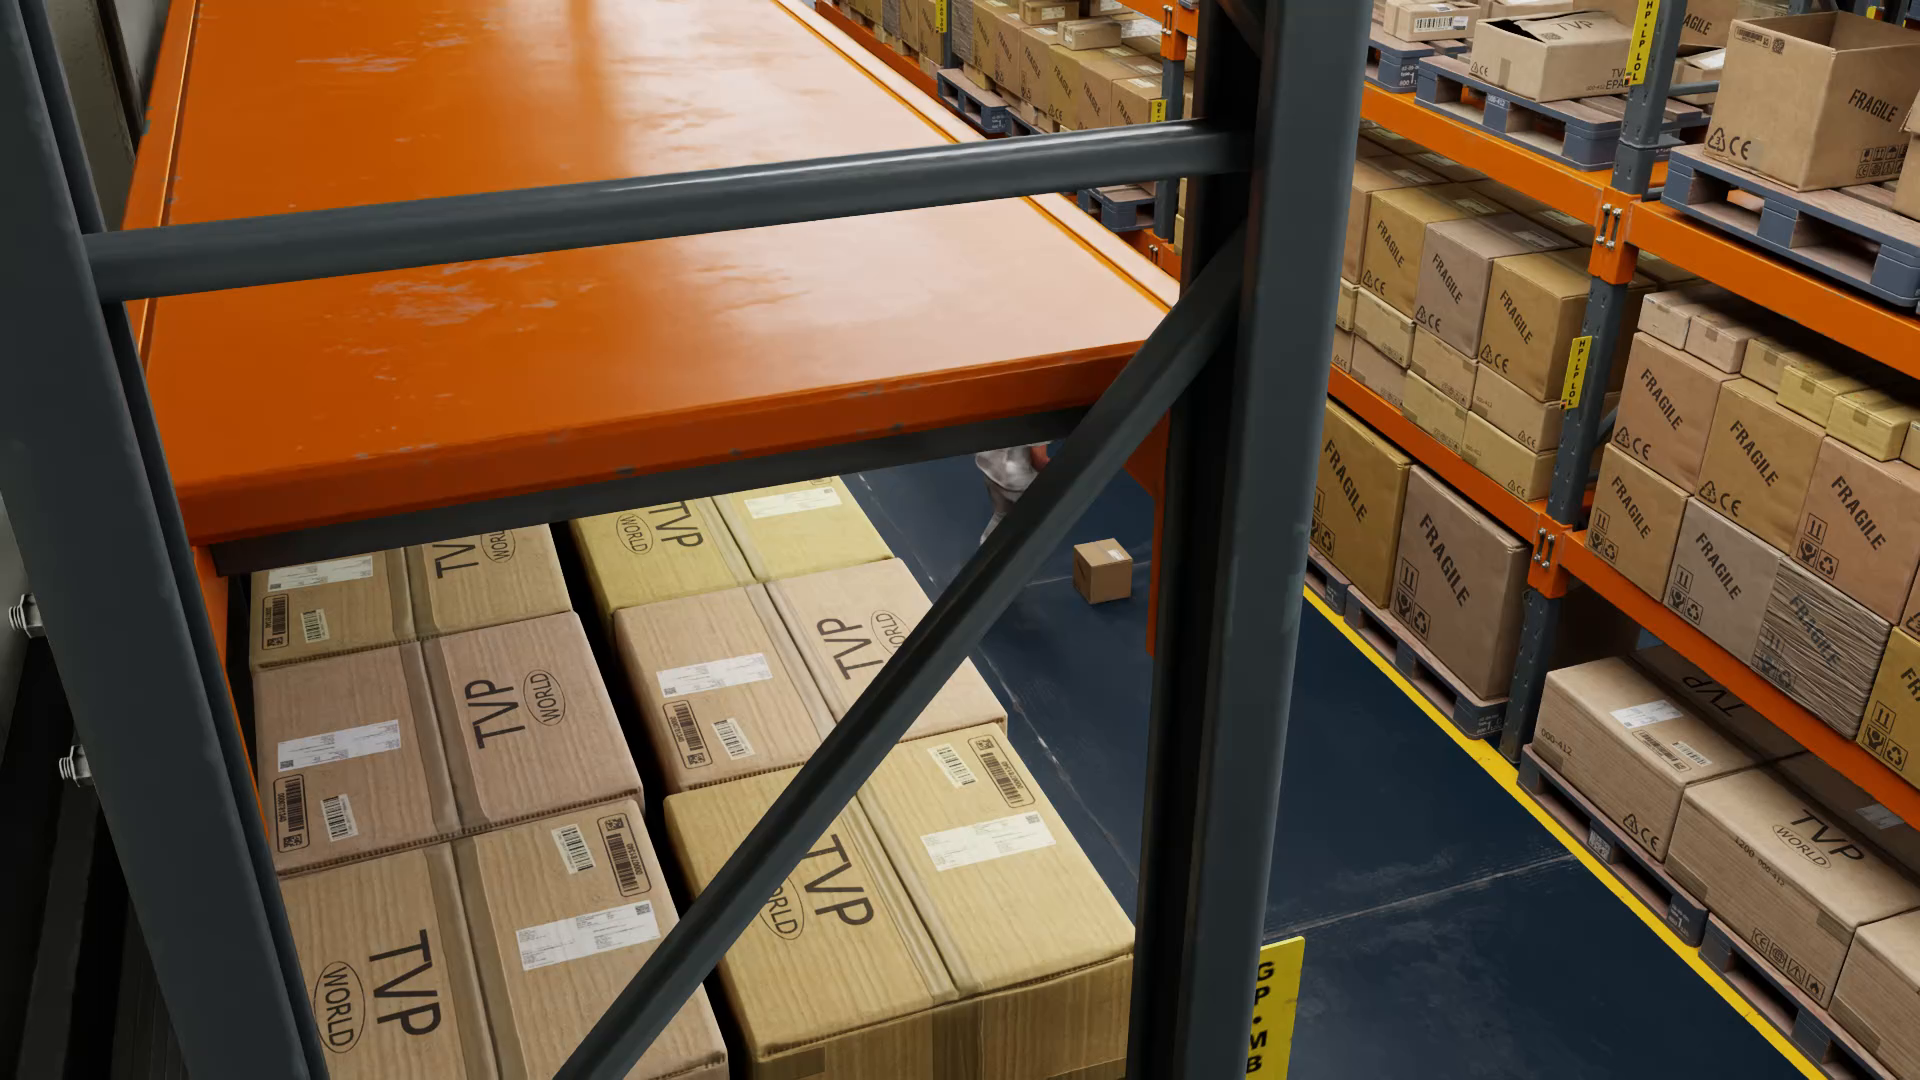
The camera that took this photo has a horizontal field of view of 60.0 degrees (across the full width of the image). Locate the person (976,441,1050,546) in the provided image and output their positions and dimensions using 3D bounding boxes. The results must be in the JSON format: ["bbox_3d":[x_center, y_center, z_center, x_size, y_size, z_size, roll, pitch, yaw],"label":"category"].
[{"bbox_3d":[0.312,-0.383,8.847,0.714,1.713,0.519,26,39,38],"label":"person"}]
